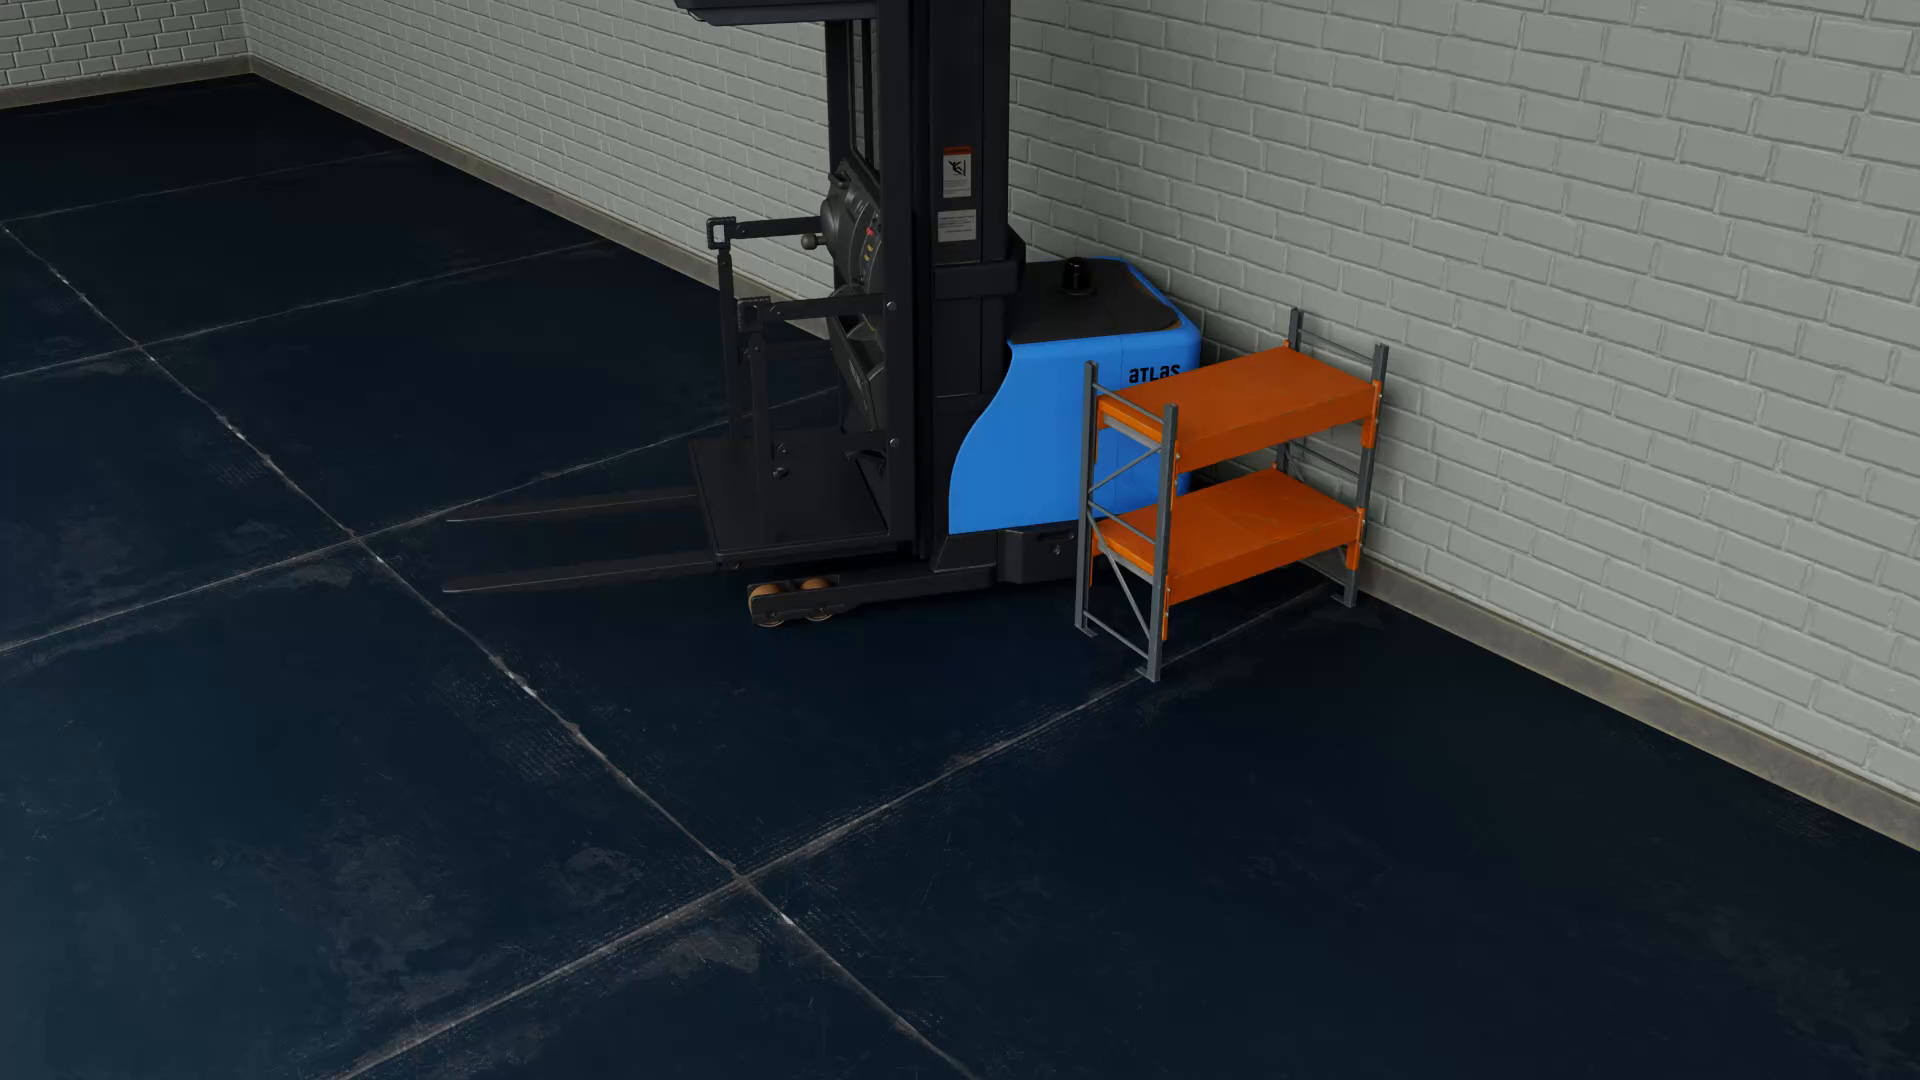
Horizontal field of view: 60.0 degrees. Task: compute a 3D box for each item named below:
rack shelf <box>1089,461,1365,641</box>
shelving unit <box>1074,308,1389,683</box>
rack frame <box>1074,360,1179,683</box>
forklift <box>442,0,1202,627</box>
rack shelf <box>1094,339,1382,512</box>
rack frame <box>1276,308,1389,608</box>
[{"bbox_3d":[1.031,0.024,6.531,1.000,0.278,0.538,-17,33,-29],"label":"rack shelf"},{"bbox_3d":[1.031,-0.192,6.416,1.048,1.125,0.538,-17,33,-29],"label":"shelving unit"},{"bbox_3d":[0.605,-0.061,6.171,0.032,1.125,0.500,-17,33,-29],"label":"rack frame"},{"bbox_3d":[-0.605,-1.222,6.426,3.031,2.935,1.130,-7,29,-12],"label":"forklift"},{"bbox_3d":[1.031,-0.450,6.278,1.000,0.278,0.538,-17,33,-29],"label":"rack shelf"},{"bbox_3d":[1.457,-0.323,6.660,0.032,1.125,0.500,-17,33,-29],"label":"rack frame"}]
